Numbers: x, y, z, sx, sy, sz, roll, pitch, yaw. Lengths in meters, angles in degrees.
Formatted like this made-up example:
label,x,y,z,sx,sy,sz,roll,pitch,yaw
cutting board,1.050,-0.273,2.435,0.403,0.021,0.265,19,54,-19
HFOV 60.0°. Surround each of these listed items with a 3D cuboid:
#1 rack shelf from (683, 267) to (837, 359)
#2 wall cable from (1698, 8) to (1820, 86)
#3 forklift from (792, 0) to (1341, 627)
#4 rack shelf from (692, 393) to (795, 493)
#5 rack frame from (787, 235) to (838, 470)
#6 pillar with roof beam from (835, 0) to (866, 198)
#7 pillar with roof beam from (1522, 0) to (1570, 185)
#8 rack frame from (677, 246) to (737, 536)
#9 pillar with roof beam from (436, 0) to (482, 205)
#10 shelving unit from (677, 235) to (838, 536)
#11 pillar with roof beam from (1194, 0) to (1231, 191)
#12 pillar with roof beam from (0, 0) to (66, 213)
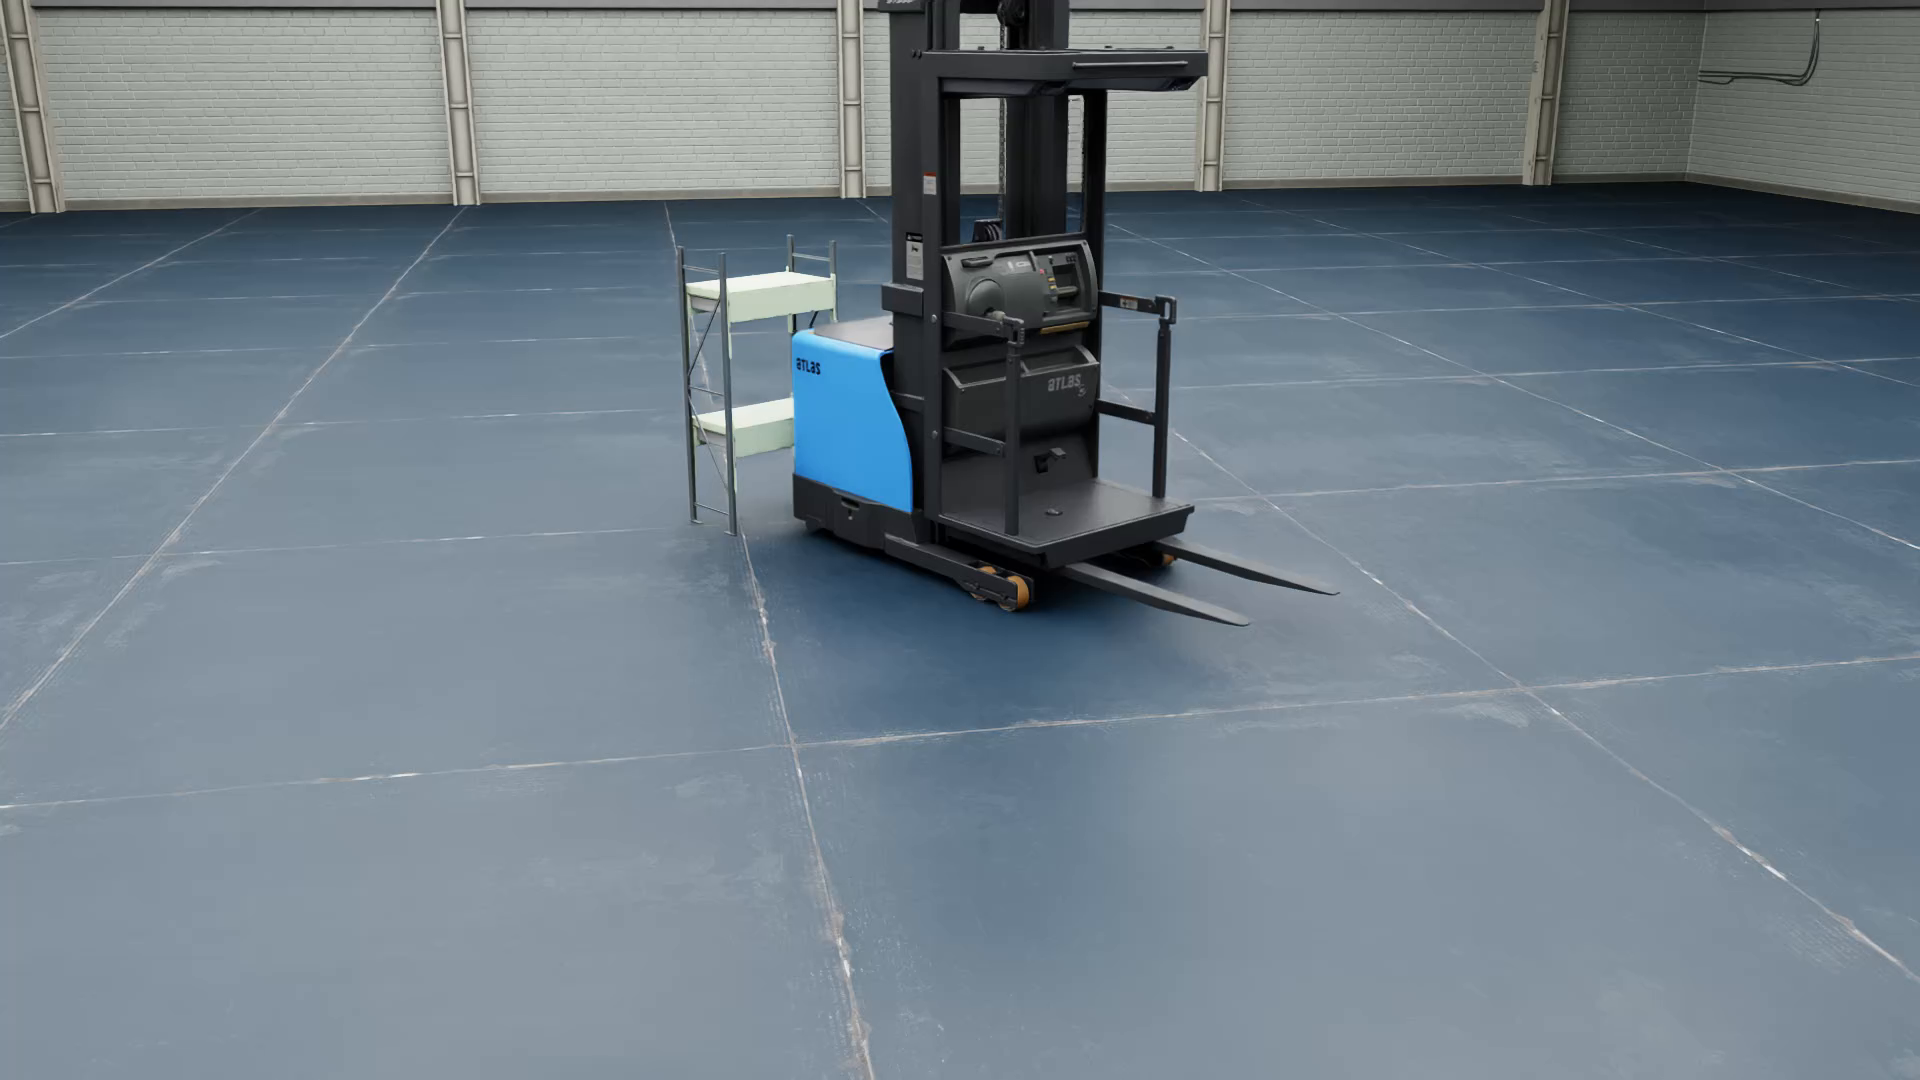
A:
label,x,y,z,sx,sy,sz,roll,pitch,yaw
rack shelf,-1.074,-1.228,8.925,0.720,0.370,0.431,-16,23,-42
wall cable,13.195,-8.805,27.441,0.112,2.526,3.097,-3,17,-10
forklift,0.440,-1.235,7.839,1.130,2.935,3.031,-14,22,-39
rack shelf,-1.074,-0.543,9.136,0.720,0.370,0.431,-16,23,-42
rack frame,-0.810,-0.929,9.283,0.023,1.500,0.400,-16,23,-42
pillar with roof beam,-0.914,-8.597,21.475,0.400,9.000,9.100,-3,17,-10
pillar with roof beam,10.868,-9.265,23.651,0.400,9.000,9.100,-3,17,-10
rack frame,-1.337,-0.780,8.797,0.023,1.500,0.400,-16,23,-42
pillar with roof beam,-6.805,-8.263,20.387,0.400,9.000,9.100,-3,17,-10
shelving unit,-1.074,-0.855,9.040,0.755,1.500,0.431,-16,23,-42
pillar with roof beam,4.977,-8.931,22.563,0.400,9.000,9.100,-3,17,-10
pillar with roof beam,-12.696,-7.929,19.299,0.400,9.000,9.100,-3,17,-10
